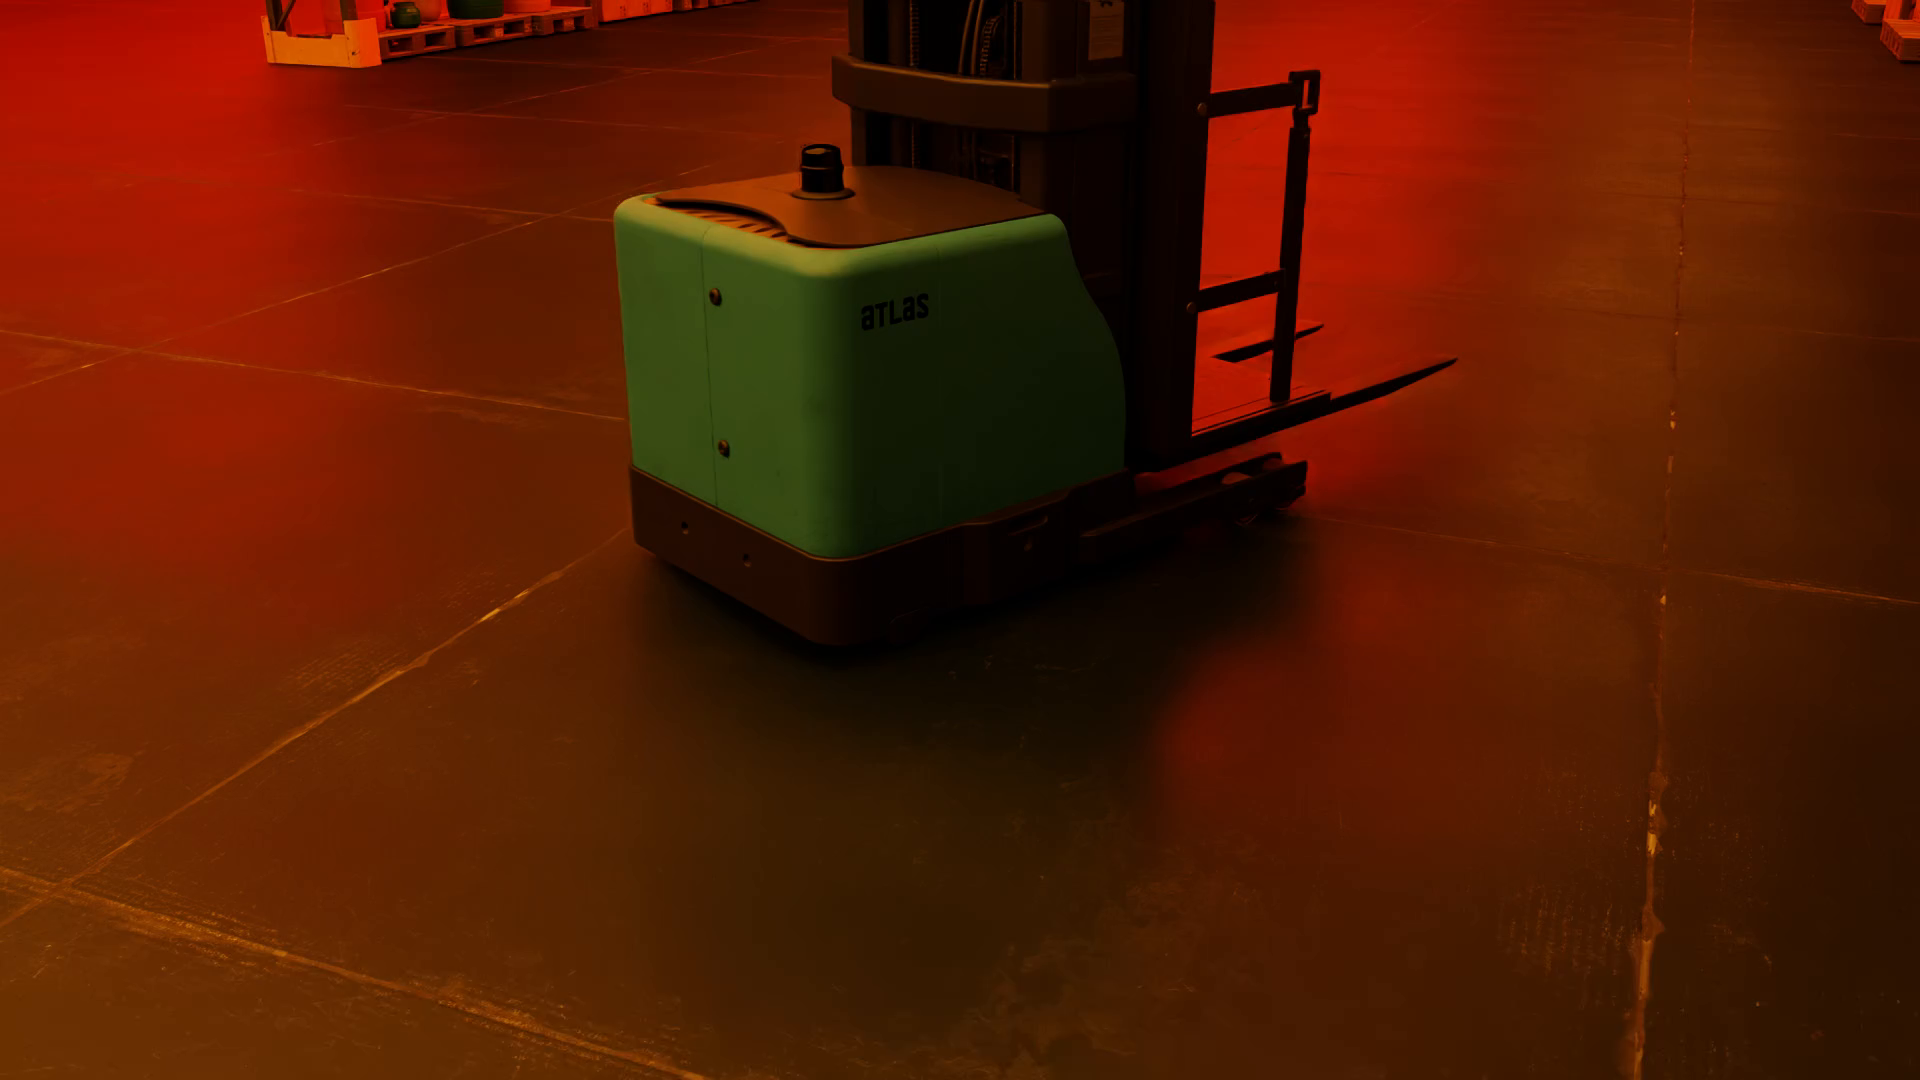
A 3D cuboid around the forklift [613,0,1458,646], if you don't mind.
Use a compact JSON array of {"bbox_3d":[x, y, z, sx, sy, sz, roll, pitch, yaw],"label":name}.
[{"bbox_3d":[0.475,-1.533,4.959,3.031,2.935,1.130,-19,29,-37],"label":"forklift"}]
